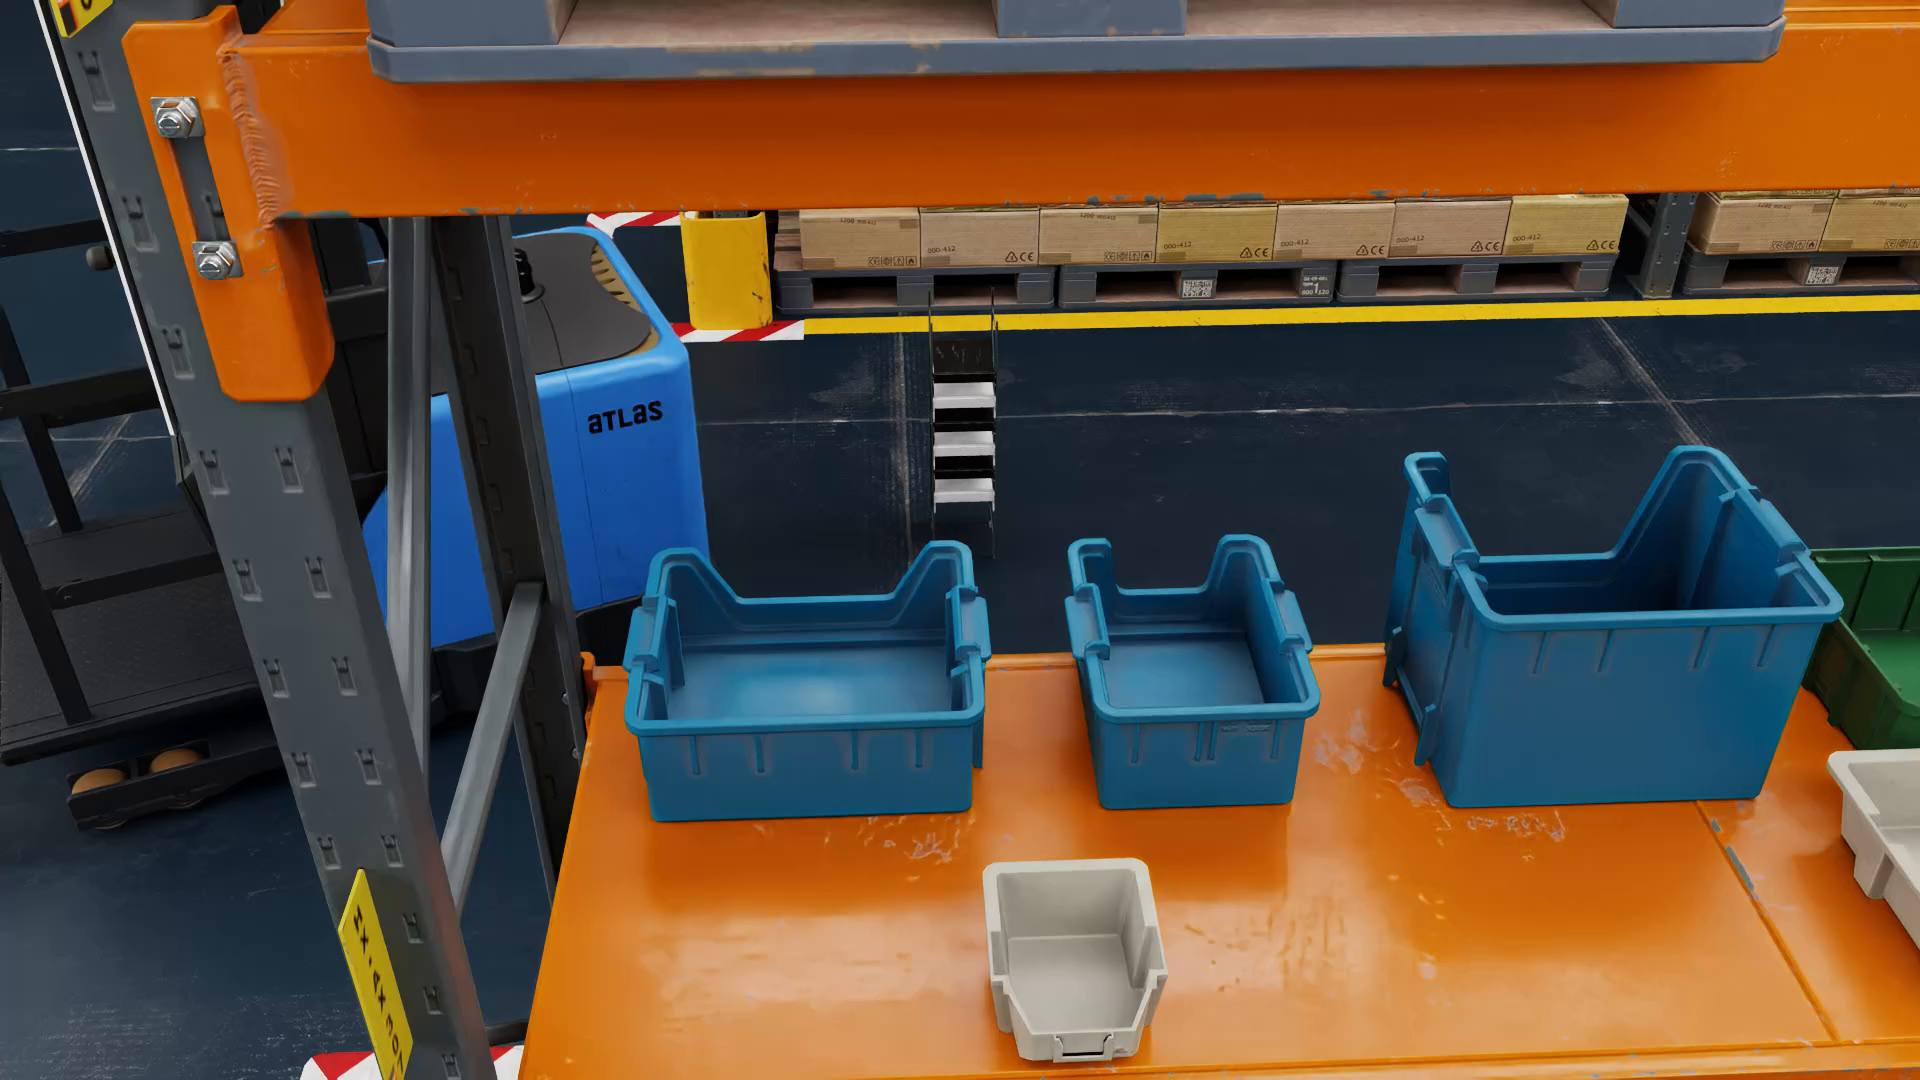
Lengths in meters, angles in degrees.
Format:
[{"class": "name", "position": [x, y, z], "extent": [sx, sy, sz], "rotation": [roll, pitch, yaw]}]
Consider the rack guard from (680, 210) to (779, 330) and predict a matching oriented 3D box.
[{"class": "rack guard", "position": [-0.999, -1.428, 7.374], "extent": [0.348, 0.500, 1.175], "rotation": [-2, 35, -2]}]

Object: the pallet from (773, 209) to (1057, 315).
[{"class": "pallet", "position": [-0.213, -1.354, 7.521], "extent": [1.213, 0.211, 1.003], "rotation": [-2, 35, -2]}]

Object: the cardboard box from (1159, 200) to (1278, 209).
[{"class": "cardboard box", "position": [1.070, -1.734, 7.007], "extent": [0.500, 0.500, 0.500], "rotation": [-2, 35, -2]}]

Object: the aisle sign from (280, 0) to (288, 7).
[{"class": "aisle sign", "position": [-0.830, -0.877, 2.096], "extent": [0.004, 0.787, 0.394], "rotation": [-2, 35, -2]}]

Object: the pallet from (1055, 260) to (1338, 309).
[{"class": "pallet", "position": [1.003, -1.385, 7.566], "extent": [1.213, 0.211, 1.003], "rotation": [-2, 35, -2]}]

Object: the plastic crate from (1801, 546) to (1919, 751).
[{"class": "plastic crate", "position": [1.882, 0.215, 2.990], "extent": [0.662, 0.188, 0.450], "rotation": [-2, 35, -2]}]

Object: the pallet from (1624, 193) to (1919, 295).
[{"class": "pallet", "position": [3.755, -1.460, 7.674], "extent": [1.213, 0.211, 1.003], "rotation": [-2, 35, -2]}]

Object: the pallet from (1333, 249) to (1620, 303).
[{"class": "pallet", "position": [2.224, -1.420, 7.616], "extent": [1.213, 0.211, 1.003], "rotation": [-2, 35, -2]}]

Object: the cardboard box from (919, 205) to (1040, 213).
[{"class": "cardboard box", "position": [0.071, -1.709, 6.972], "extent": [0.500, 0.500, 0.500], "rotation": [-2, 35, -2]}]

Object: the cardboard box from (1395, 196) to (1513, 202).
[{"class": "cardboard box", "position": [2.068, -1.771, 7.061], "extent": [0.500, 0.500, 0.500], "rotation": [-2, 35, -2]}]

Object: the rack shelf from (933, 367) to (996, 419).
[{"class": "rack shelf", "position": [0.008, -0.491, 5.411], "extent": [0.200, 0.077, 0.258], "rotation": [-2, 35, -2]}]

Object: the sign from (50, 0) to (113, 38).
[{"class": "sign", "position": [-0.723, -0.565, 1.287], "extent": [0.005, 0.325, 0.100], "rotation": [-2, 35, -2]}]

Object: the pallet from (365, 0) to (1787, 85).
[{"class": "pallet", "position": [0.087, -0.763, 1.747], "extent": [1.213, 0.211, 1.003], "rotation": [-2, 35, -2]}]

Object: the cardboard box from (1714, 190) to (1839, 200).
[{"class": "cardboard box", "position": [3.445, -1.706, 7.134], "extent": [0.500, 0.311, 0.500], "rotation": [-1, 35, -2]}]

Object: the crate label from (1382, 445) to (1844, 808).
[{"class": "crate label", "position": [1.081, 0.141, 2.879], "extent": [0.616, 0.435, 0.502], "rotation": [-2, 35, -2]}]

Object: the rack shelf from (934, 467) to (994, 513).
[{"class": "rack shelf", "position": [0.008, -0.195, 5.616], "extent": [0.200, 0.077, 0.258], "rotation": [-2, 35, -2]}]

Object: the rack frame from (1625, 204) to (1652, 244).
[{"class": "rack frame", "position": [3.020, -2.566, 6.822], "extent": [0.053, 2.616, 0.949], "rotation": [-2, 35, -2]}]

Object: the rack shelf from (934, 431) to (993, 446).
[{"class": "rack shelf", "position": [0.008, -0.360, 5.502], "extent": [0.190, 0.026, 0.221], "rotation": [-2, 35, -2]}]

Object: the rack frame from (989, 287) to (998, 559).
[{"class": "rack frame", "position": [0.110, -0.373, 5.498], "extent": [0.006, 0.900, 0.240], "rotation": [-2, 35, -2]}]

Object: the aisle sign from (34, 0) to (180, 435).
[{"class": "aisle sign", "position": [-0.802, -0.541, 1.612], "extent": [0.004, 0.787, 0.394], "rotation": [-2, 35, -2]}]

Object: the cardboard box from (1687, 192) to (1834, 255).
[{"class": "cardboard box", "position": [3.435, -1.476, 7.294], "extent": [0.500, 0.250, 0.500], "rotation": [-2, 35, -3]}]

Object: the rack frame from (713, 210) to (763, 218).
[{"class": "rack frame", "position": [-0.975, -2.456, 6.664], "extent": [0.127, 3.000, 1.000], "rotation": [-2, 35, -2]}]

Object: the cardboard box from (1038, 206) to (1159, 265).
[{"class": "cardboard box", "position": [0.570, -1.415, 7.206], "extent": [0.500, 0.250, 0.500], "rotation": [-2, 35, -2]}]

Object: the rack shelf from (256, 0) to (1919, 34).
[{"class": "rack shelf", "position": [1.254, -0.713, 1.968], "extent": [3.809, 0.124, 0.919], "rotation": [-2, 35, -2]}]

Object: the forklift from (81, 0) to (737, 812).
[{"class": "forklift", "position": [-2.258, -0.790, 4.315], "extent": [3.031, 2.935, 1.130], "rotation": [-12, 36, -17]}]

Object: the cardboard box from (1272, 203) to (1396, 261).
[{"class": "cardboard box", "position": [1.569, -1.440, 7.242], "extent": [0.500, 0.250, 0.500], "rotation": [-2, 35, -2]}]

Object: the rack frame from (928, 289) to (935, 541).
[{"class": "rack frame", "position": [-0.093, -0.368, 5.490], "extent": [0.006, 0.900, 0.240], "rotation": [-2, 35, -2]}]

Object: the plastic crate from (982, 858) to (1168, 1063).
[{"class": "plastic crate", "position": [0.165, 0.627, 2.440], "extent": [0.250, 0.136, 0.298], "rotation": [-2, 35, -2]}]

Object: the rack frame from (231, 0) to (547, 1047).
[{"class": "rack frame", "position": [-0.744, 0.361, 2.592], "extent": [0.053, 2.616, 0.949], "rotation": [-2, 35, -2]}]

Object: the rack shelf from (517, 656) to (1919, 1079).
[{"class": "rack shelf", "position": [1.254, 0.521, 2.822], "extent": [3.809, 0.124, 0.919], "rotation": [-2, 35, -2]}]

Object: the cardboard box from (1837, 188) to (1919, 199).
[{"class": "cardboard box", "position": [3.945, -1.717, 7.149], "extent": [0.500, 0.311, 0.500], "rotation": [-2, 35, -3]}]

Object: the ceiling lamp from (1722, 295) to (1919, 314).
[{"class": "ceiling lamp", "position": [5.331, -1.069, 7.294], "extent": [4.000, 0.001, 0.159], "rotation": [-2, 35, -2]}]

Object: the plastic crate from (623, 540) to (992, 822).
[{"class": "plastic crate", "position": [-0.258, 0.237, 2.902], "extent": [0.616, 0.251, 0.499], "rotation": [-2, 35, -2]}]

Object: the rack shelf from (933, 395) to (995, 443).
[{"class": "rack shelf", "position": [0.008, -0.417, 5.462], "extent": [0.200, 0.077, 0.258], "rotation": [-2, 35, -2]}]

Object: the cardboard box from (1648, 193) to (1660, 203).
[{"class": "cardboard box", "position": [3.421, -1.782, 7.736], "extent": [0.500, 0.250, 0.500], "rotation": [-2, 35, -3]}]
